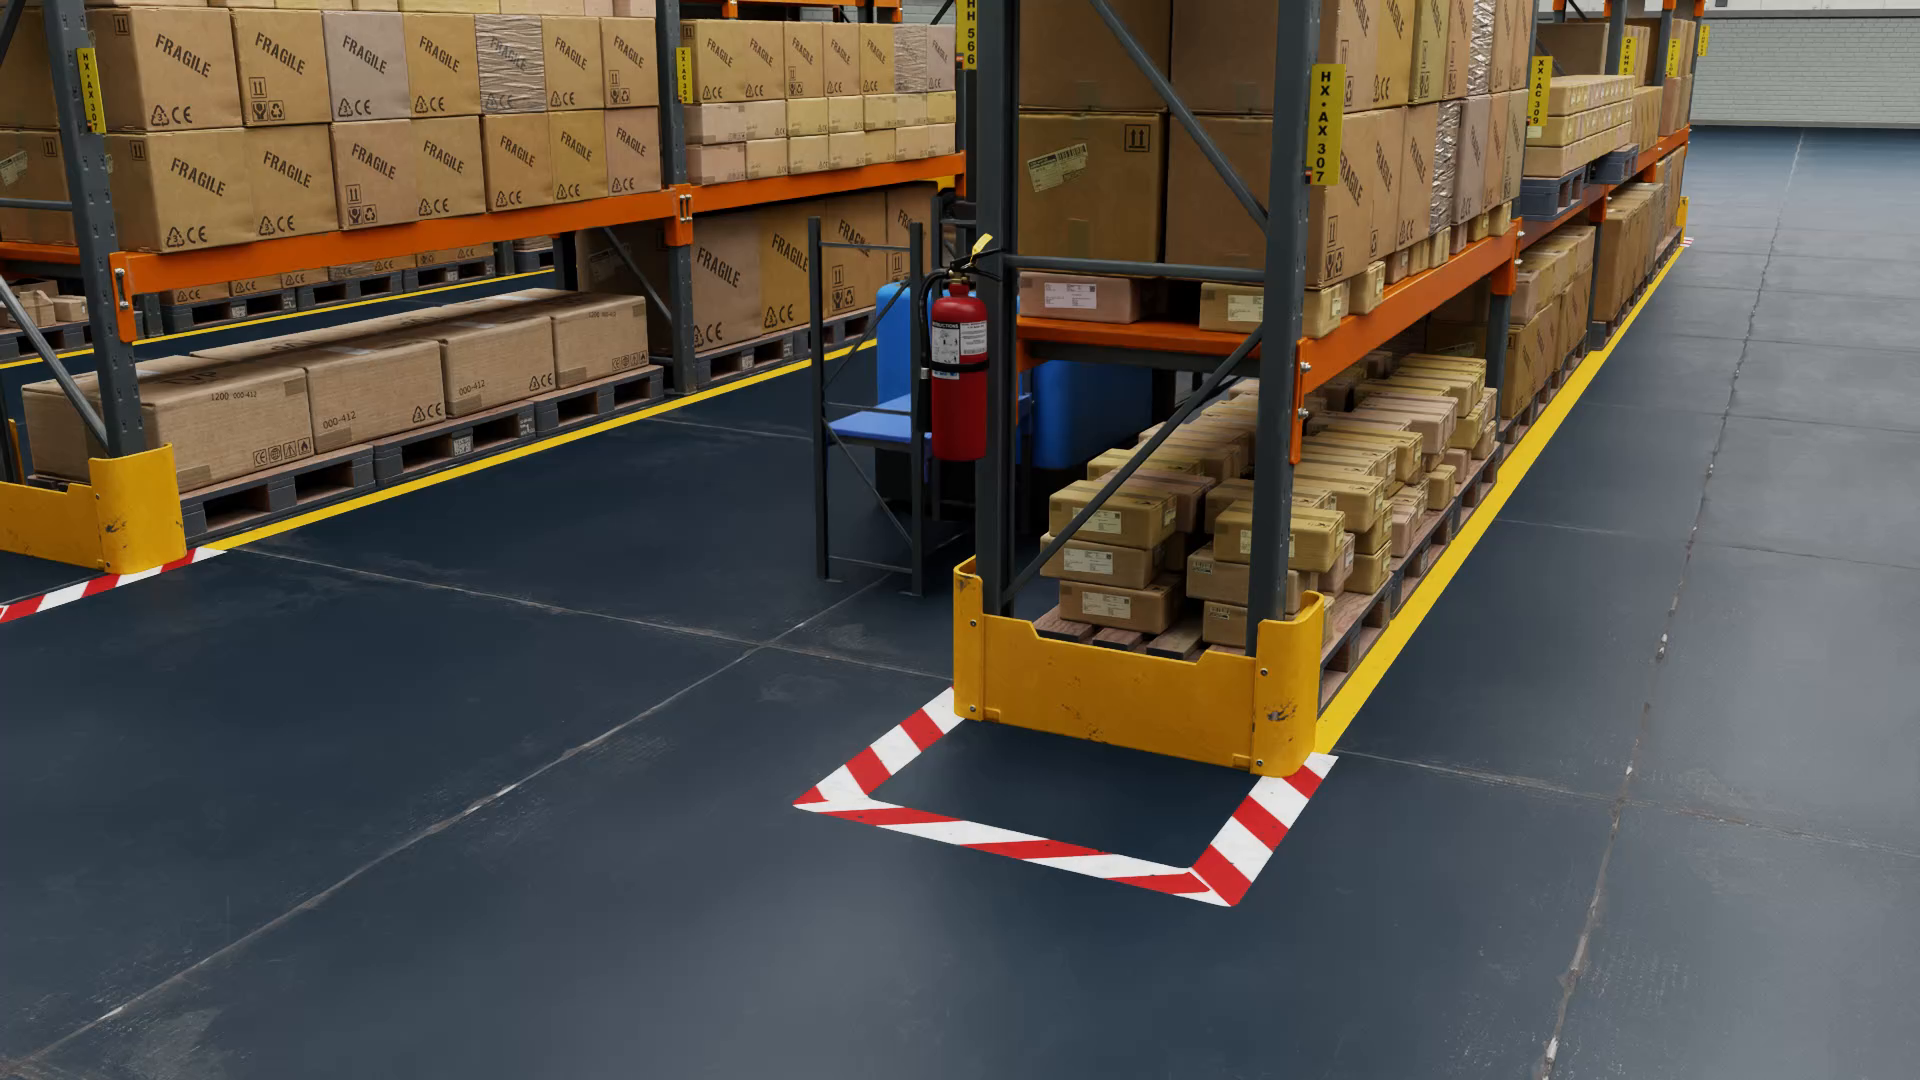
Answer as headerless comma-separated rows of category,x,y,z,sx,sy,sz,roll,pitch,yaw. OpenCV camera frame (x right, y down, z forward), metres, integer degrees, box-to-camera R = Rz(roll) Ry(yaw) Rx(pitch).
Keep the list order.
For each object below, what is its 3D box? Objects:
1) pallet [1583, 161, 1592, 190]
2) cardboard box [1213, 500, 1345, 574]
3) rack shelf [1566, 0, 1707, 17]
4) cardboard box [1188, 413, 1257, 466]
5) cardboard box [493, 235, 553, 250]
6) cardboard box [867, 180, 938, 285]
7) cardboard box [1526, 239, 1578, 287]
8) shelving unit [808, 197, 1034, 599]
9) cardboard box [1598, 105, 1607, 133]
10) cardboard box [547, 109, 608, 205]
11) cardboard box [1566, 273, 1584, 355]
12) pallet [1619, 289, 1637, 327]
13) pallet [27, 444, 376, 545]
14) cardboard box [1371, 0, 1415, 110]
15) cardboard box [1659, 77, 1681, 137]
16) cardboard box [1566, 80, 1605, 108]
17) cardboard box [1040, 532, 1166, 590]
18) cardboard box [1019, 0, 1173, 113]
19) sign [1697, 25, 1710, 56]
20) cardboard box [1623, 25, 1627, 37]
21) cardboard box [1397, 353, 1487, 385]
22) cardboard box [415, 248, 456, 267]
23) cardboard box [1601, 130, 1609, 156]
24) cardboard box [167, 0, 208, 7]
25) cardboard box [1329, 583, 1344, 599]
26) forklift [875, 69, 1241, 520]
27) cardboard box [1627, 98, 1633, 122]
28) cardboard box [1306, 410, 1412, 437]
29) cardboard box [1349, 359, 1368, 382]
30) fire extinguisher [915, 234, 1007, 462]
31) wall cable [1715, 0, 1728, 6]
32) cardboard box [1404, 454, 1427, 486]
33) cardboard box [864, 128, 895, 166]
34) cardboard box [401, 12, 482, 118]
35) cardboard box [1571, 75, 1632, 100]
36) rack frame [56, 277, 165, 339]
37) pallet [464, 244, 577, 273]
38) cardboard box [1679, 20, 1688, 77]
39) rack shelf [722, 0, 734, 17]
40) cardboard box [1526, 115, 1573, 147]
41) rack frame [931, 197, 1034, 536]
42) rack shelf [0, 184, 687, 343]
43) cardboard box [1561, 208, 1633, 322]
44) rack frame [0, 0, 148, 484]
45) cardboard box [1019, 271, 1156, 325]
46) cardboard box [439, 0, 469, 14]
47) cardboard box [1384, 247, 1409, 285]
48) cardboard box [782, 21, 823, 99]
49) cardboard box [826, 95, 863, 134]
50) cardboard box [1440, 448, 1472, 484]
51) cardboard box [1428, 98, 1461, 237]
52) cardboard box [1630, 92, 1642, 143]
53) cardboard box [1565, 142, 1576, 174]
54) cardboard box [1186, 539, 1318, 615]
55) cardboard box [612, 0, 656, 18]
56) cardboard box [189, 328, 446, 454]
pallet,3.249,-2.240,10.134,1.003,0.211,1.213,8,18,25
cardboard box,1.061,-0.014,5.526,0.380,0.149,0.250,7,18,23
rack shelf,6.778,-5.463,16.643,1.077,0.370,4.000,8,18,25
cardboard box,1.158,-0.416,6.880,0.380,0.149,0.250,7,18,24
cardboard box,-4.528,-3.296,16.786,0.875,0.625,0.625,9,19,27
cardboard box,-0.759,-2.463,13.542,0.875,0.875,0.875,8,18,25
cardboard box,3.569,-1.739,10.446,0.500,0.250,0.500,9,19,27
shelving unit,-0.135,-0.646,7.066,0.538,1.500,1.048,8,18,26
cardboard box,3.594,-2.486,9.808,0.380,0.149,0.250,8,18,24
cardboard box,-2.367,-2.192,9.460,0.500,0.500,0.500,8,18,24
cardboard box,3.802,-1.512,10.998,0.500,0.500,0.500,9,19,28
pallet,5.063,-2.005,13.905,1.003,0.211,1.213,8,18,25
pallet,-3.664,-0.284,8.111,1.003,0.211,1.213,8,18,25
cardboard box,1.180,-1.683,5.469,0.500,0.500,0.500,9,19,27
cardboard box,6.611,-4.293,16.446,0.875,0.550,0.550,8,18,25
cardboard box,3.474,-2.560,9.533,0.380,0.149,0.250,9,19,27
cardboard box,0.503,0.048,5.840,0.380,0.149,0.250,8,18,24
cardboard box,0.505,-1.622,5.261,0.500,0.500,0.500,8,18,24
sign,8.151,-5.475,18.240,0.100,0.325,0.005,8,18,25
cardboard box,4.759,-3.741,12.921,0.700,0.500,0.500,8,18,25
cardboard box,2.384,-0.818,8.236,0.380,0.149,0.250,9,19,27
cardboard box,-5.048,-2.818,15.395,0.500,0.500,0.500,8,18,25
cardboard box,3.710,-2.412,10.080,0.380,0.149,0.250,9,19,27
cardboard box,-3.491,-2.377,7.187,0.380,0.149,0.250,9,19,27
cardboard box,1.192,0.128,6.095,0.380,0.149,0.250,8,18,26
forklift,0.719,-1.865,8.655,1.130,2.935,3.031,8,18,26
cardboard box,4.284,-2.881,11.137,0.380,0.149,0.250,9,19,27
cardboard box,1.658,-0.428,6.920,0.380,0.149,0.250,8,18,26
cardboard box,1.795,-0.818,8.236,0.380,0.149,0.250,9,19,28
fire extinguisher,-0.003,-0.582,5.007,0.296,0.674,0.183,8,18,25
wall cable,22.029,-17.569,44.897,2.305,6.003,0.169,8,18,25
cardboard box,1.806,-0.353,7.193,0.380,0.149,0.250,7,18,23
cardboard box,-0.824,-2.953,12.462,0.500,0.250,0.500,8,18,25
cardboard box,-2.812,-2.413,8.447,0.500,0.500,0.500,8,18,26
cardboard box,4.174,-2.960,10.882,0.380,0.149,0.250,8,18,25
rack frame,-6.606,-3.057,12.548,1.000,3.000,0.127,8,18,25
pallet,-4.416,-2.944,17.065,1.003,0.211,1.213,8,18,25
cardboard box,6.816,-4.950,16.762,0.875,0.550,0.500,8,18,25
rack shelf,-3.925,-5.678,17.369,1.077,0.370,4.000,8,18,25
cardboard box,2.897,-2.088,8.466,0.380,0.149,0.250,8,19,26
rack frame,0.099,-0.775,7.498,0.500,1.500,0.032,8,18,26
rack shelf,-3.057,-1.572,8.813,1.077,0.370,4.000,8,18,25
cardboard box,4.450,-2.108,12.566,1.050,0.750,0.750,8,18,25
rack frame,-3.951,-1.408,6.995,1.000,3.000,0.127,8,18,25
cardboard box,0.415,-0.802,5.398,0.380,0.149,0.250,8,18,25
cardboard box,-2.741,-2.764,8.489,0.380,0.149,0.250,8,18,25
cardboard box,1.477,-1.064,6.281,0.380,0.149,0.250,8,18,24
cardboard box,-1.281,-3.290,11.400,0.500,0.500,0.500,8,18,24
cardboard box,-1.033,-3.061,11.947,0.500,0.250,0.500,7,18,24
cardboard box,2.188,-0.383,7.814,0.380,0.149,0.250,7,18,24
cardboard box,1.639,-1.467,6.496,0.500,0.500,0.500,8,18,24
cardboard box,4.990,-3.227,12.947,0.500,0.500,0.500,8,18,25
cardboard box,3.016,-2.016,8.749,0.380,0.149,0.250,8,19,26
cardboard box,0.986,0.118,5.604,0.380,0.149,0.250,9,19,28
cardboard box,-2.016,-3.146,9.776,0.380,0.149,0.250,8,18,24
cardboard box,-3.344,-0.796,8.697,0.875,0.438,0.875,9,19,27
